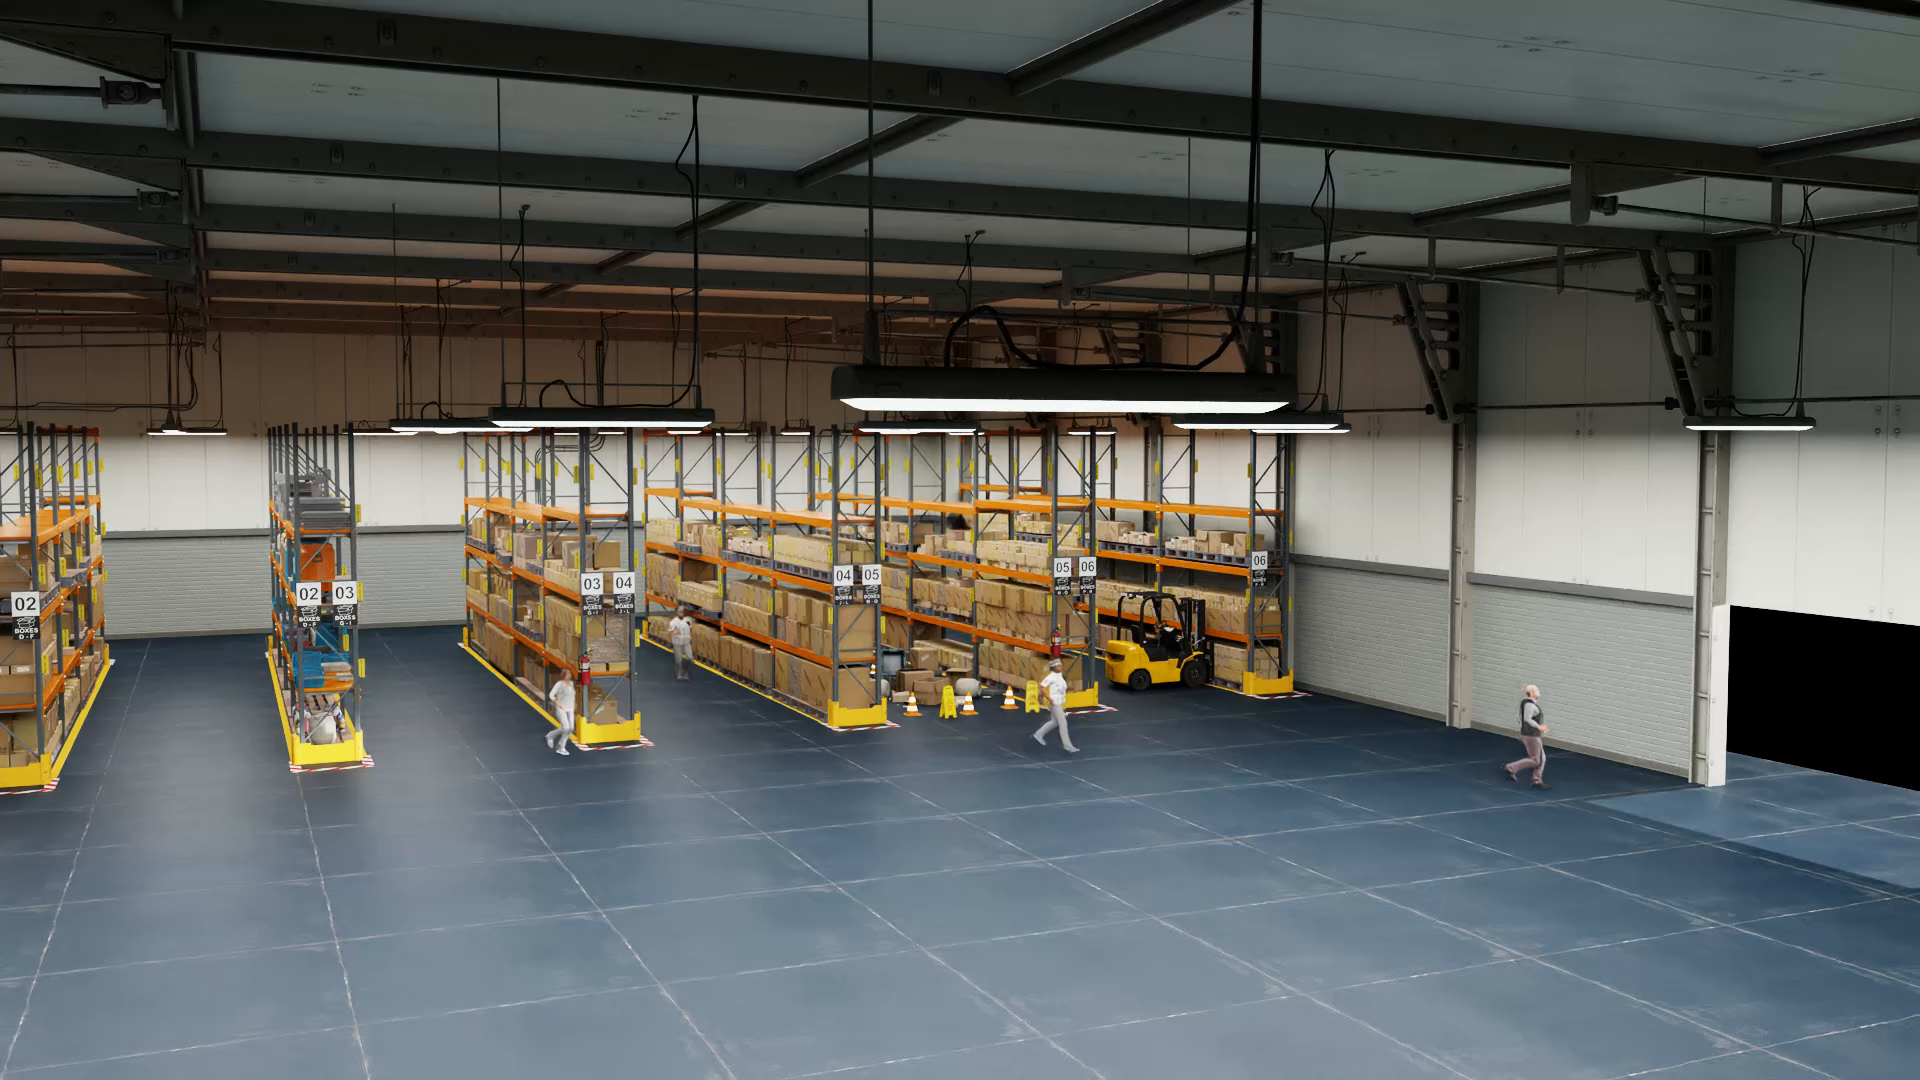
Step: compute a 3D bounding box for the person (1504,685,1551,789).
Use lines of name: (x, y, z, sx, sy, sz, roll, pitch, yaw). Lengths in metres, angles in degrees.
person: (9.292, 3.210, 27.196, 0.752, 1.697, 0.657, 1, 4, 15)

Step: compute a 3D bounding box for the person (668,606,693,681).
person: (-6.545, 2.451, 39.274, 0.645, 1.789, 0.651, -2, 4, -26)

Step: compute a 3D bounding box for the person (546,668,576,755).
person: (-7.219, 3.107, 30.253, 0.507, 1.555, 0.564, 2, 4, 32)

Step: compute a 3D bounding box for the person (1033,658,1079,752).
person: (1.754, 2.999, 30.420, 0.938, 1.682, 0.576, 2, 4, 23)
